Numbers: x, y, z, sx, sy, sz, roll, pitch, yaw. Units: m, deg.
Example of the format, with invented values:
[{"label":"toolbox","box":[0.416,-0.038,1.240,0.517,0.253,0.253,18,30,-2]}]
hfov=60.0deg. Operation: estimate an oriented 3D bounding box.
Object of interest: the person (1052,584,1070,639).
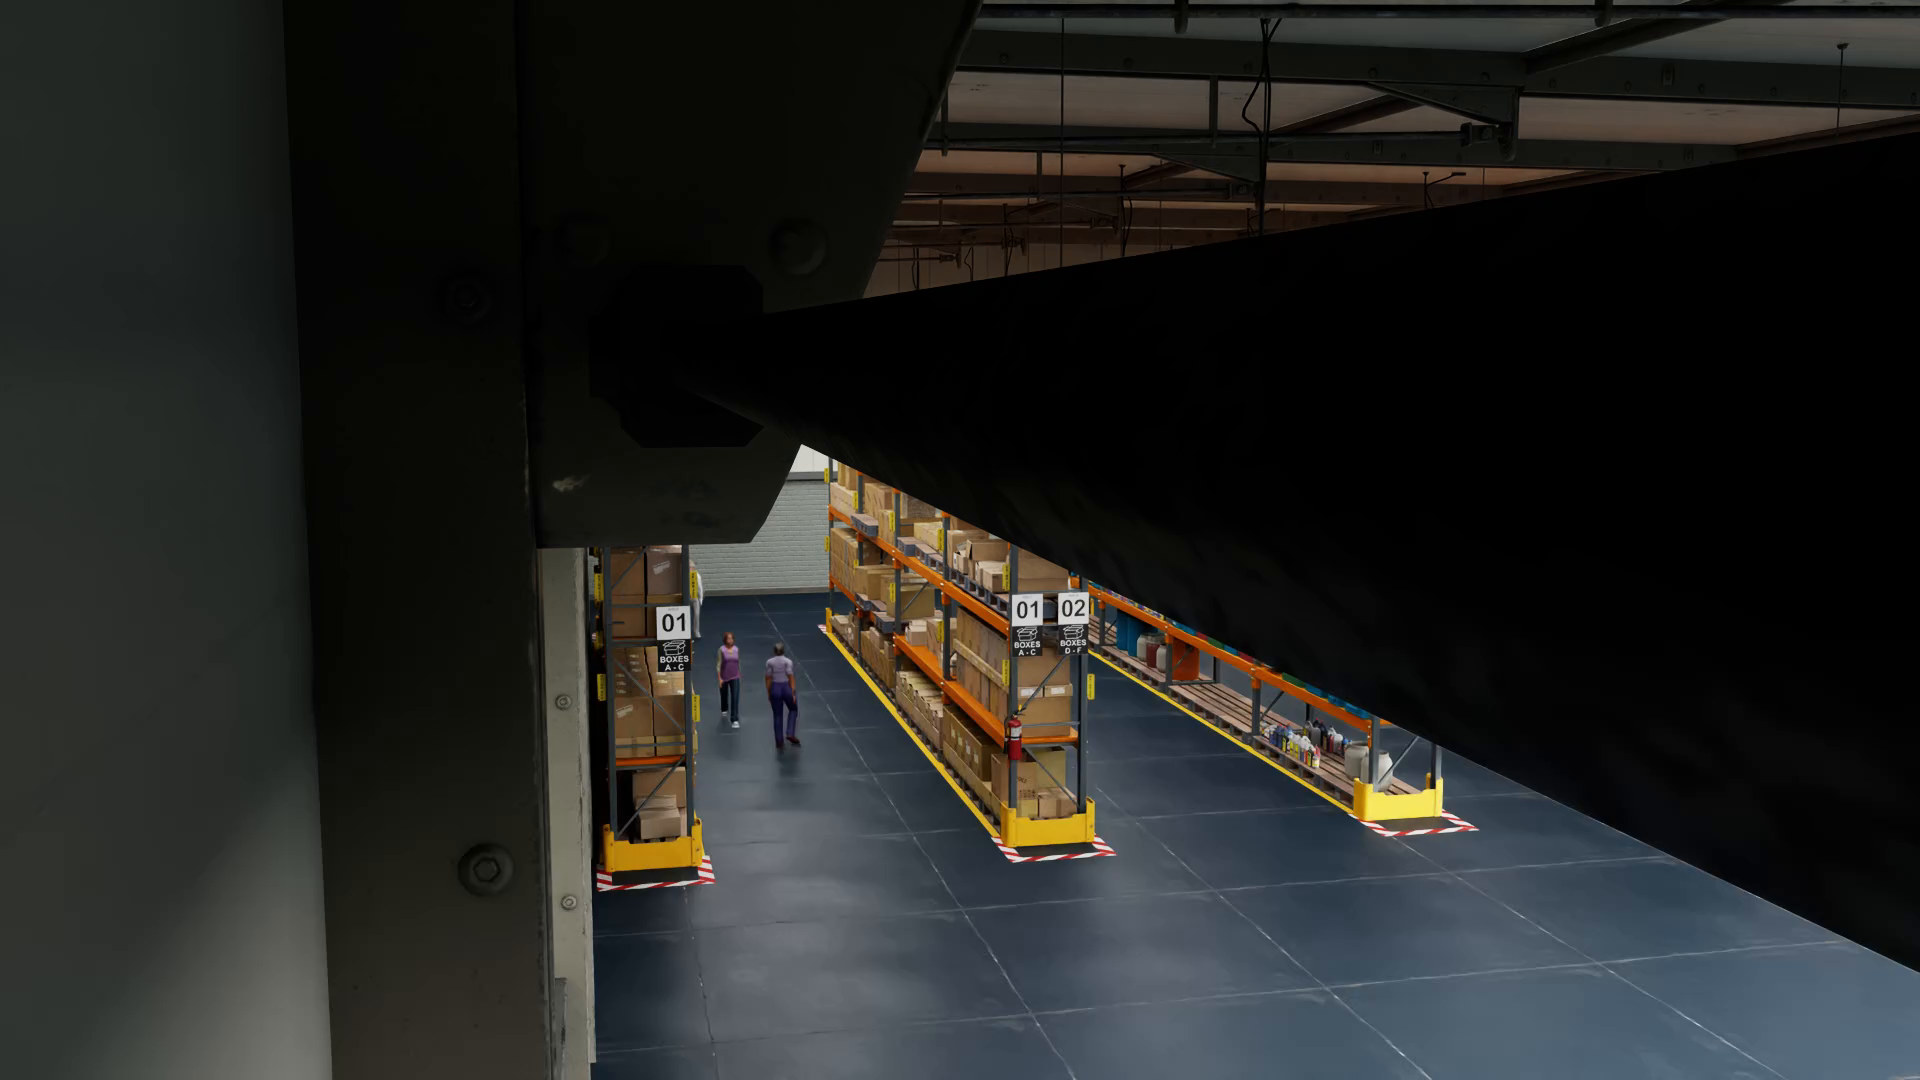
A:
[{"label":"person","box":[1.956,1.423,34.025,0.600,1.712,1.050,2,7,13]}]

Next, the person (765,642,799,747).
[{"label":"person","box":[-2.799,2.421,26.095,0.516,1.638,0.536,0,7,0]}]

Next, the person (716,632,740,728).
[{"label":"person","box":[-3.843,2.289,27.555,0.421,1.533,0.994,-2,7,-14]}]

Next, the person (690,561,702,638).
[{"label":"person","box":[-5.788,1.261,35.800,0.520,1.625,1.032,-2,7,-16]}]
